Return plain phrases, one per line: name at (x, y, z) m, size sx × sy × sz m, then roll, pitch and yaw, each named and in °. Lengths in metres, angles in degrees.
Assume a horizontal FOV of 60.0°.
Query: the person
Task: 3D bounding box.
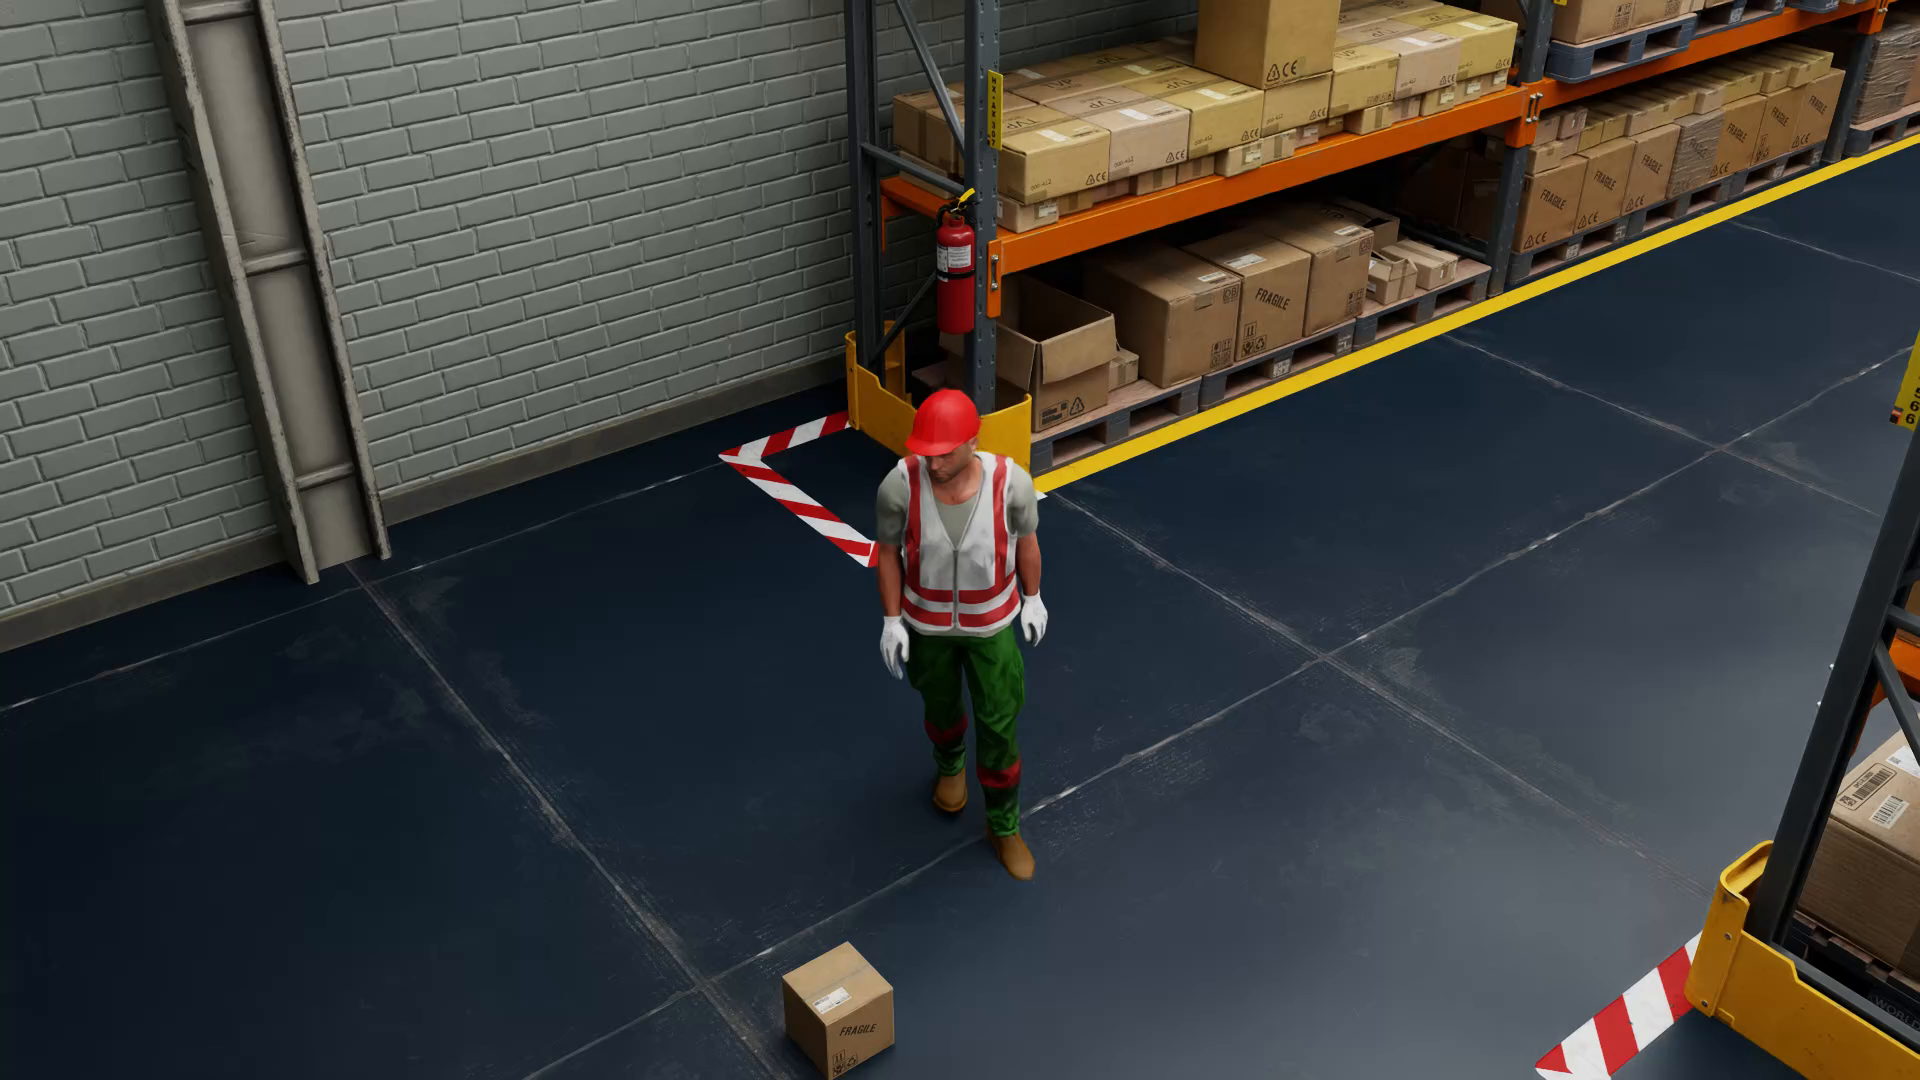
person at (0.008, 0.296, 5.658) m, size 0.577 × 1.825 × 0.594 m, roll 2°, pitch 32°, yaw 3°
